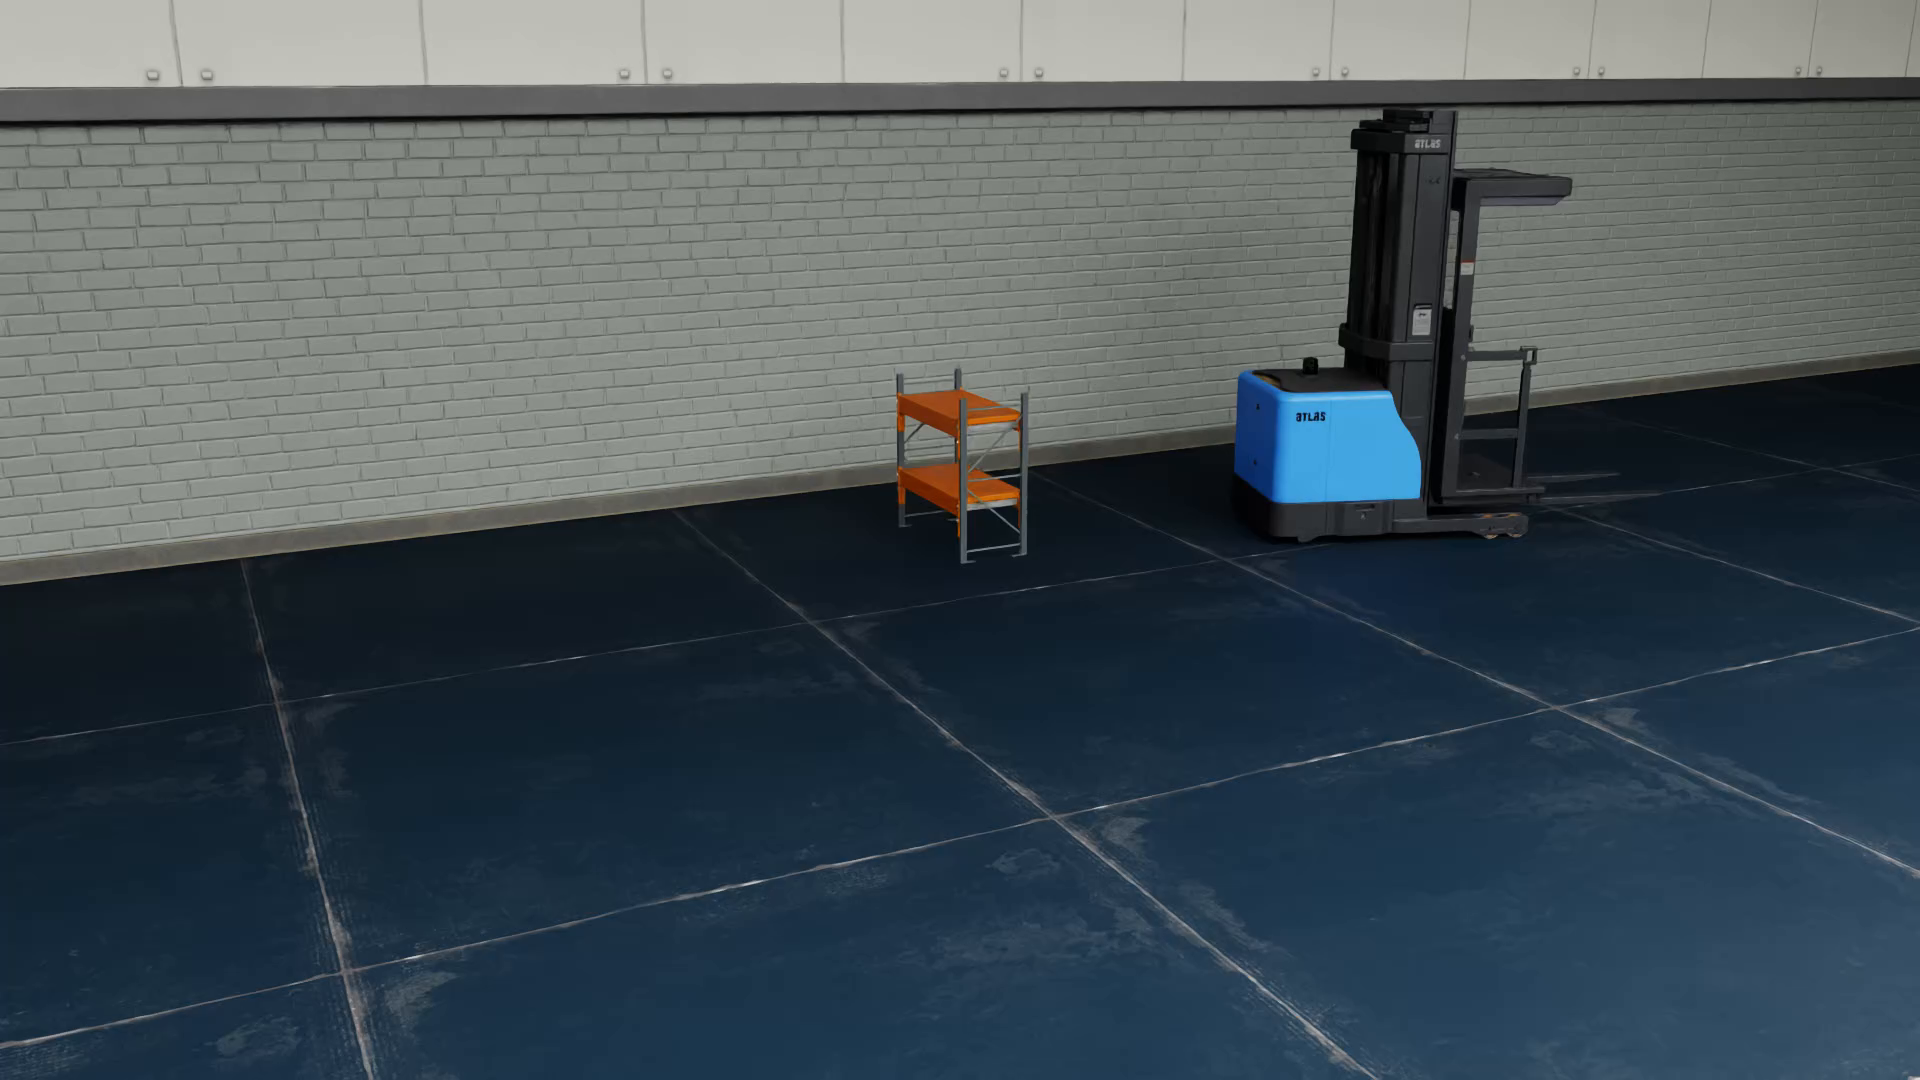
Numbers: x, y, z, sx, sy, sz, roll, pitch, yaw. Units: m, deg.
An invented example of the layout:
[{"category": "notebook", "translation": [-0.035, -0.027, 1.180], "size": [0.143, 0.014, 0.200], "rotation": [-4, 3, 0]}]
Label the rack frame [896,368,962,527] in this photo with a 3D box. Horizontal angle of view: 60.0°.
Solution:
[{"category": "rack frame", "translation": [-0.220, -0.665, 12.029], "size": [0.500, 1.125, 0.032], "rotation": [-8, 18, -25]}]

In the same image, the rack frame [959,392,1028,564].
[{"category": "rack frame", "translation": [0.226, -0.413, 11.150], "size": [0.500, 1.125, 0.032], "rotation": [-8, 18, -25]}]

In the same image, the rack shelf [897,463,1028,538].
[{"category": "rack shelf", "translation": [0.003, -0.304, 11.657], "size": [0.538, 0.278, 1.000], "rotation": [-8, 18, -25]}]

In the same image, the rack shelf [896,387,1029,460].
[{"category": "rack shelf", "translation": [0.003, -0.820, 11.509], "size": [0.538, 0.278, 1.000], "rotation": [-8, 18, -25]}]

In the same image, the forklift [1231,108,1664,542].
[{"category": "forklift", "translation": [3.589, -1.561, 11.875], "size": [3.031, 2.935, 1.130], "rotation": [-2, 16, -8]}]

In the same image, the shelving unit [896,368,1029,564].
[{"category": "shelving unit", "translation": [0.003, -0.539, 11.590], "size": [0.538, 1.125, 1.048], "rotation": [-8, 18, -25]}]
